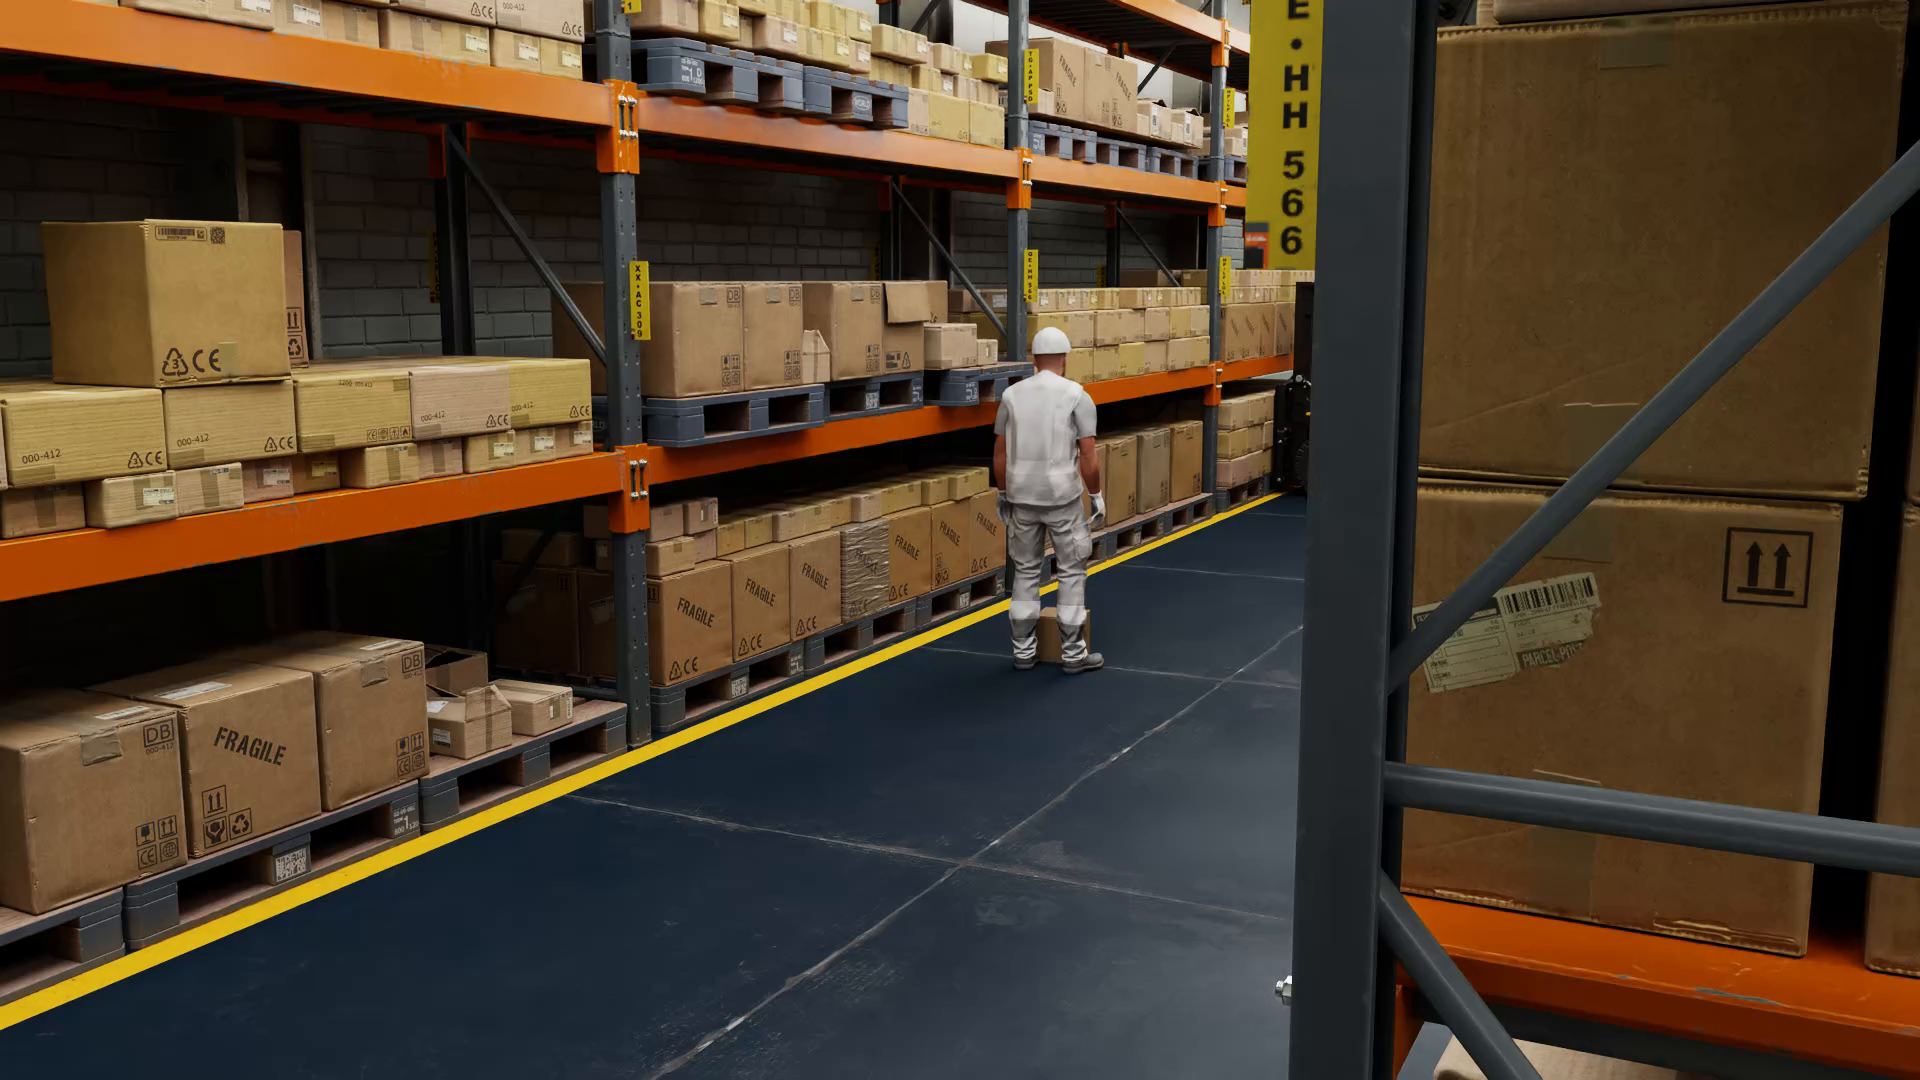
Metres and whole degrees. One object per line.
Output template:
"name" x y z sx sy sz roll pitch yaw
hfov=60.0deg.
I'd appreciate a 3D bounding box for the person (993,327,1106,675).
"person" 0.463 -0.208 8.633 0.609 1.779 0.454 4 10 24
